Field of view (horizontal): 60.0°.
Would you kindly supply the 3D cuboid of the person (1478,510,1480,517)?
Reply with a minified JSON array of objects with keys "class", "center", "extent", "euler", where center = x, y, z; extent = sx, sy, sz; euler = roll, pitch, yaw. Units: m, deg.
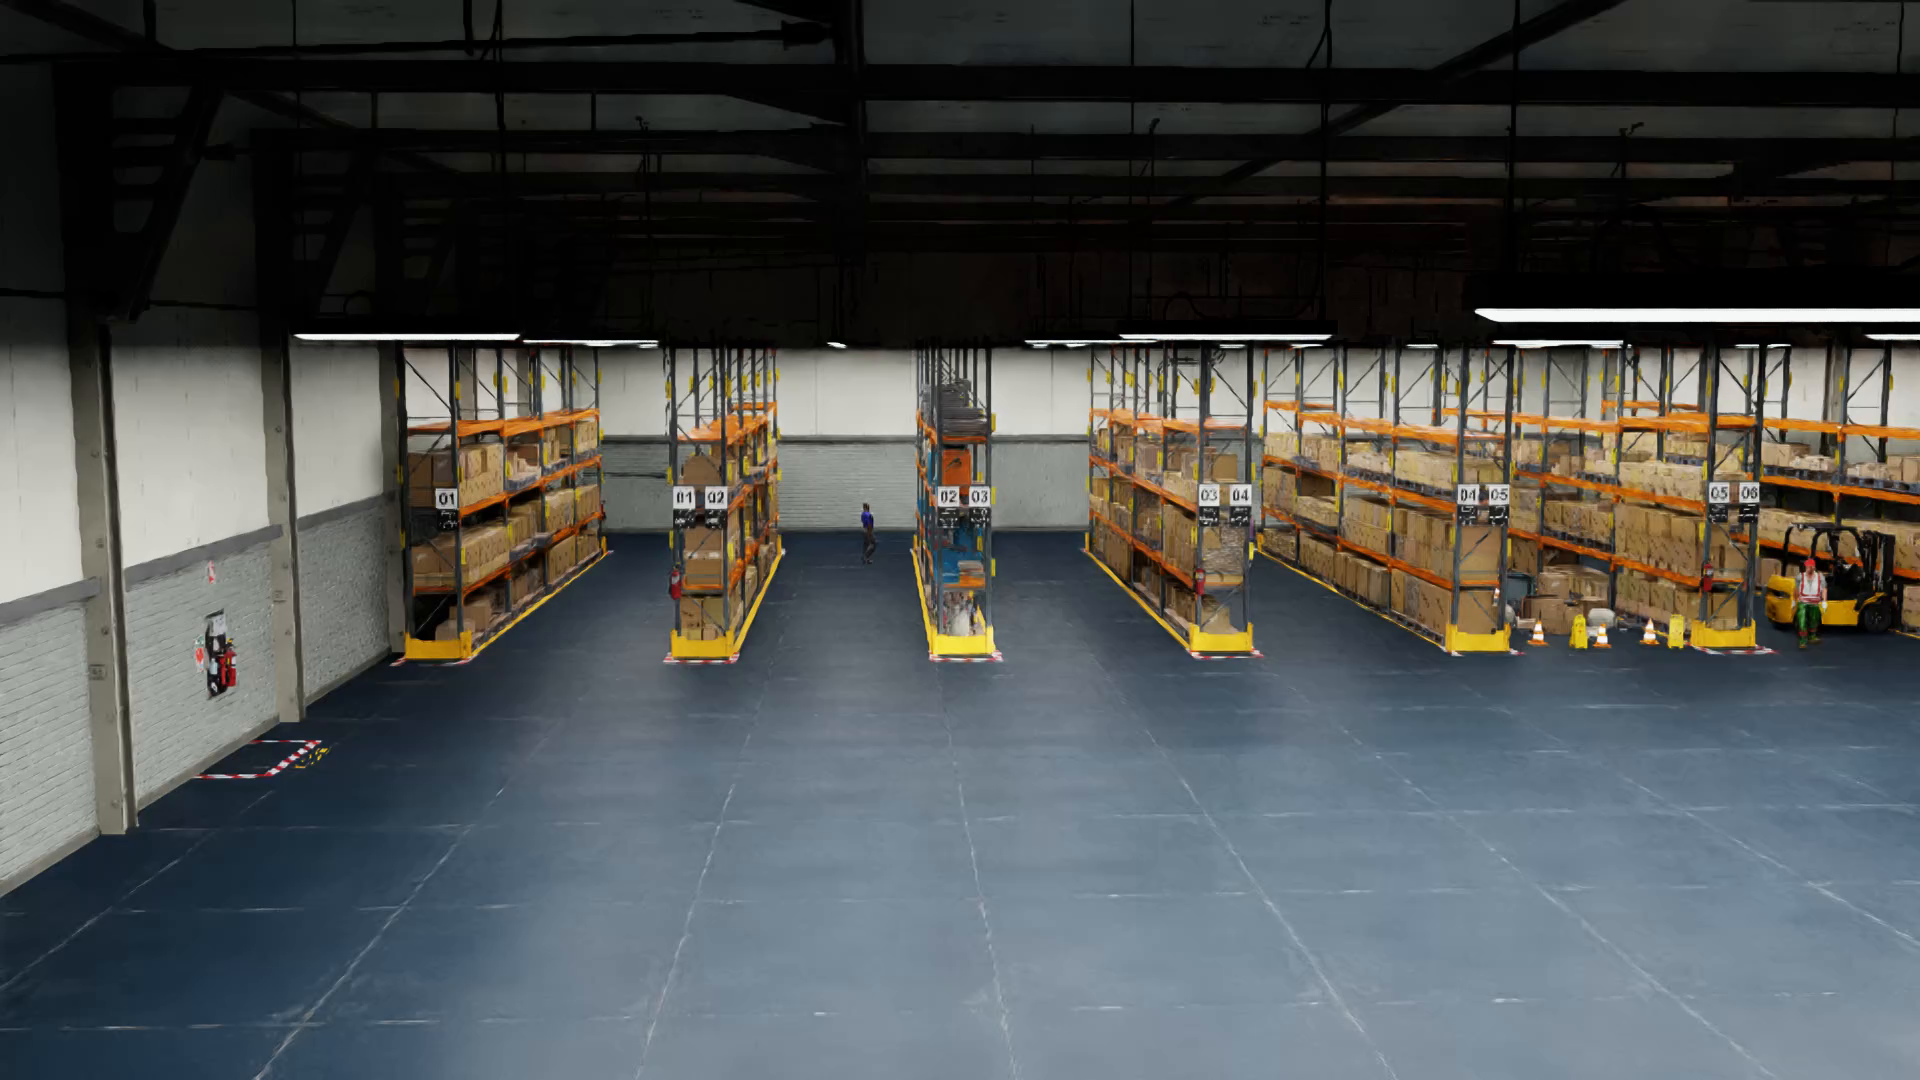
[{"class":"person","center":[12.865,0.097,41.621],"extent":[0.594,1.782,0.678],"euler":[2,7,18]}]

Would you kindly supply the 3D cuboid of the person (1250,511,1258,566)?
[{"class":"person","center":[7.634,-0.061,44.277],"extent":[0.566,1.539,0.519],"euler":[-1,7,-5]}]

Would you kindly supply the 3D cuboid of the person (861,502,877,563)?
[{"class":"person","center":[-2.512,-0.180,44.804],"extent":[0.423,1.644,0.507],"euler":[-4,7,-30]}]

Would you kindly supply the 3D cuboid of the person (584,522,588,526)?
[{"class":"person","center":[-10.959,-0.563,48.120],"extent":[0.558,1.637,0.731],"euler":[4,7,29]}]

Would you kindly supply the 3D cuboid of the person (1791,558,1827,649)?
[{"class":"person","center":[16.439,1.211,32.198],"extent":[0.603,1.755,0.994],"euler":[3,7,22]}]
